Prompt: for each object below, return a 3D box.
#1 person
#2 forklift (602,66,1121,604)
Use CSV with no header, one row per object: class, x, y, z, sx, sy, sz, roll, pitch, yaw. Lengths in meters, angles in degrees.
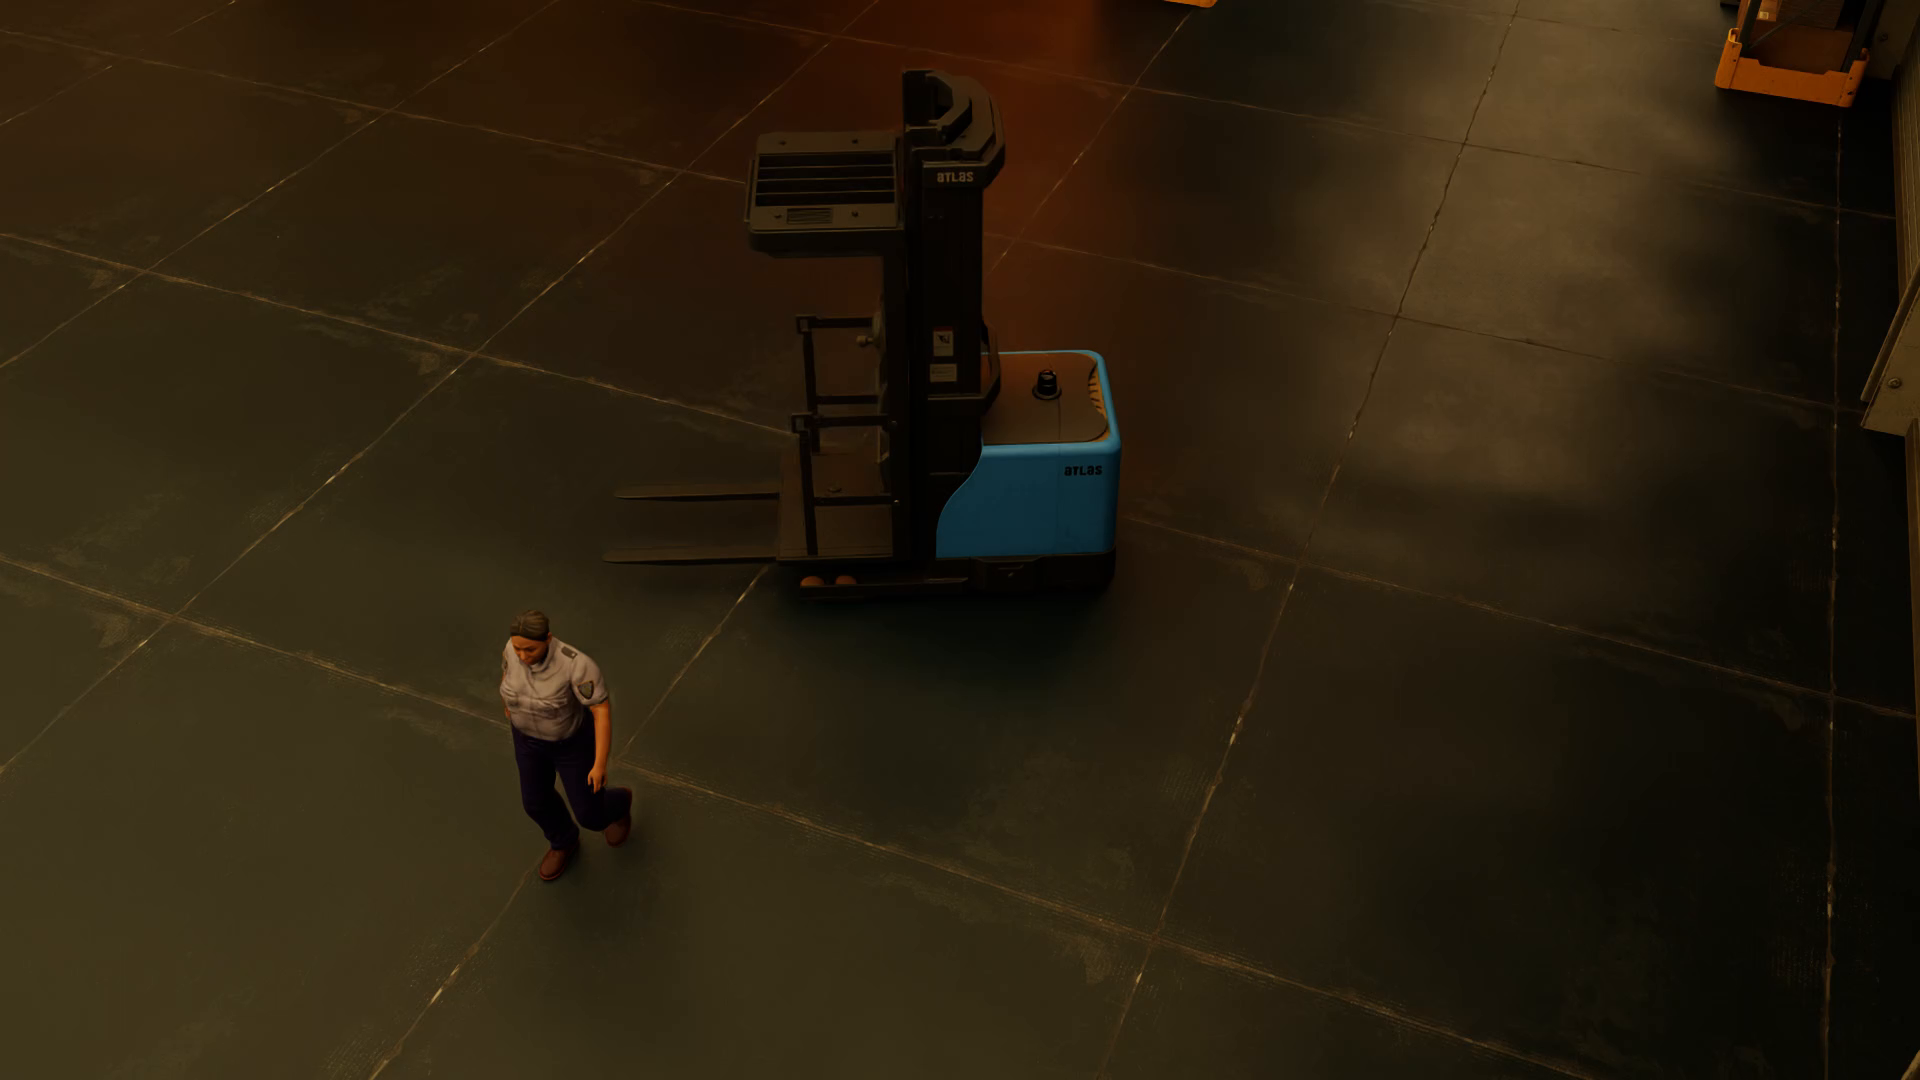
person,-1.899,0.935,7.908,0.689,1.632,0.508,11,41,13
forklift,-0.615,-1.095,9.314,3.031,2.935,1.130,-2,40,-2
